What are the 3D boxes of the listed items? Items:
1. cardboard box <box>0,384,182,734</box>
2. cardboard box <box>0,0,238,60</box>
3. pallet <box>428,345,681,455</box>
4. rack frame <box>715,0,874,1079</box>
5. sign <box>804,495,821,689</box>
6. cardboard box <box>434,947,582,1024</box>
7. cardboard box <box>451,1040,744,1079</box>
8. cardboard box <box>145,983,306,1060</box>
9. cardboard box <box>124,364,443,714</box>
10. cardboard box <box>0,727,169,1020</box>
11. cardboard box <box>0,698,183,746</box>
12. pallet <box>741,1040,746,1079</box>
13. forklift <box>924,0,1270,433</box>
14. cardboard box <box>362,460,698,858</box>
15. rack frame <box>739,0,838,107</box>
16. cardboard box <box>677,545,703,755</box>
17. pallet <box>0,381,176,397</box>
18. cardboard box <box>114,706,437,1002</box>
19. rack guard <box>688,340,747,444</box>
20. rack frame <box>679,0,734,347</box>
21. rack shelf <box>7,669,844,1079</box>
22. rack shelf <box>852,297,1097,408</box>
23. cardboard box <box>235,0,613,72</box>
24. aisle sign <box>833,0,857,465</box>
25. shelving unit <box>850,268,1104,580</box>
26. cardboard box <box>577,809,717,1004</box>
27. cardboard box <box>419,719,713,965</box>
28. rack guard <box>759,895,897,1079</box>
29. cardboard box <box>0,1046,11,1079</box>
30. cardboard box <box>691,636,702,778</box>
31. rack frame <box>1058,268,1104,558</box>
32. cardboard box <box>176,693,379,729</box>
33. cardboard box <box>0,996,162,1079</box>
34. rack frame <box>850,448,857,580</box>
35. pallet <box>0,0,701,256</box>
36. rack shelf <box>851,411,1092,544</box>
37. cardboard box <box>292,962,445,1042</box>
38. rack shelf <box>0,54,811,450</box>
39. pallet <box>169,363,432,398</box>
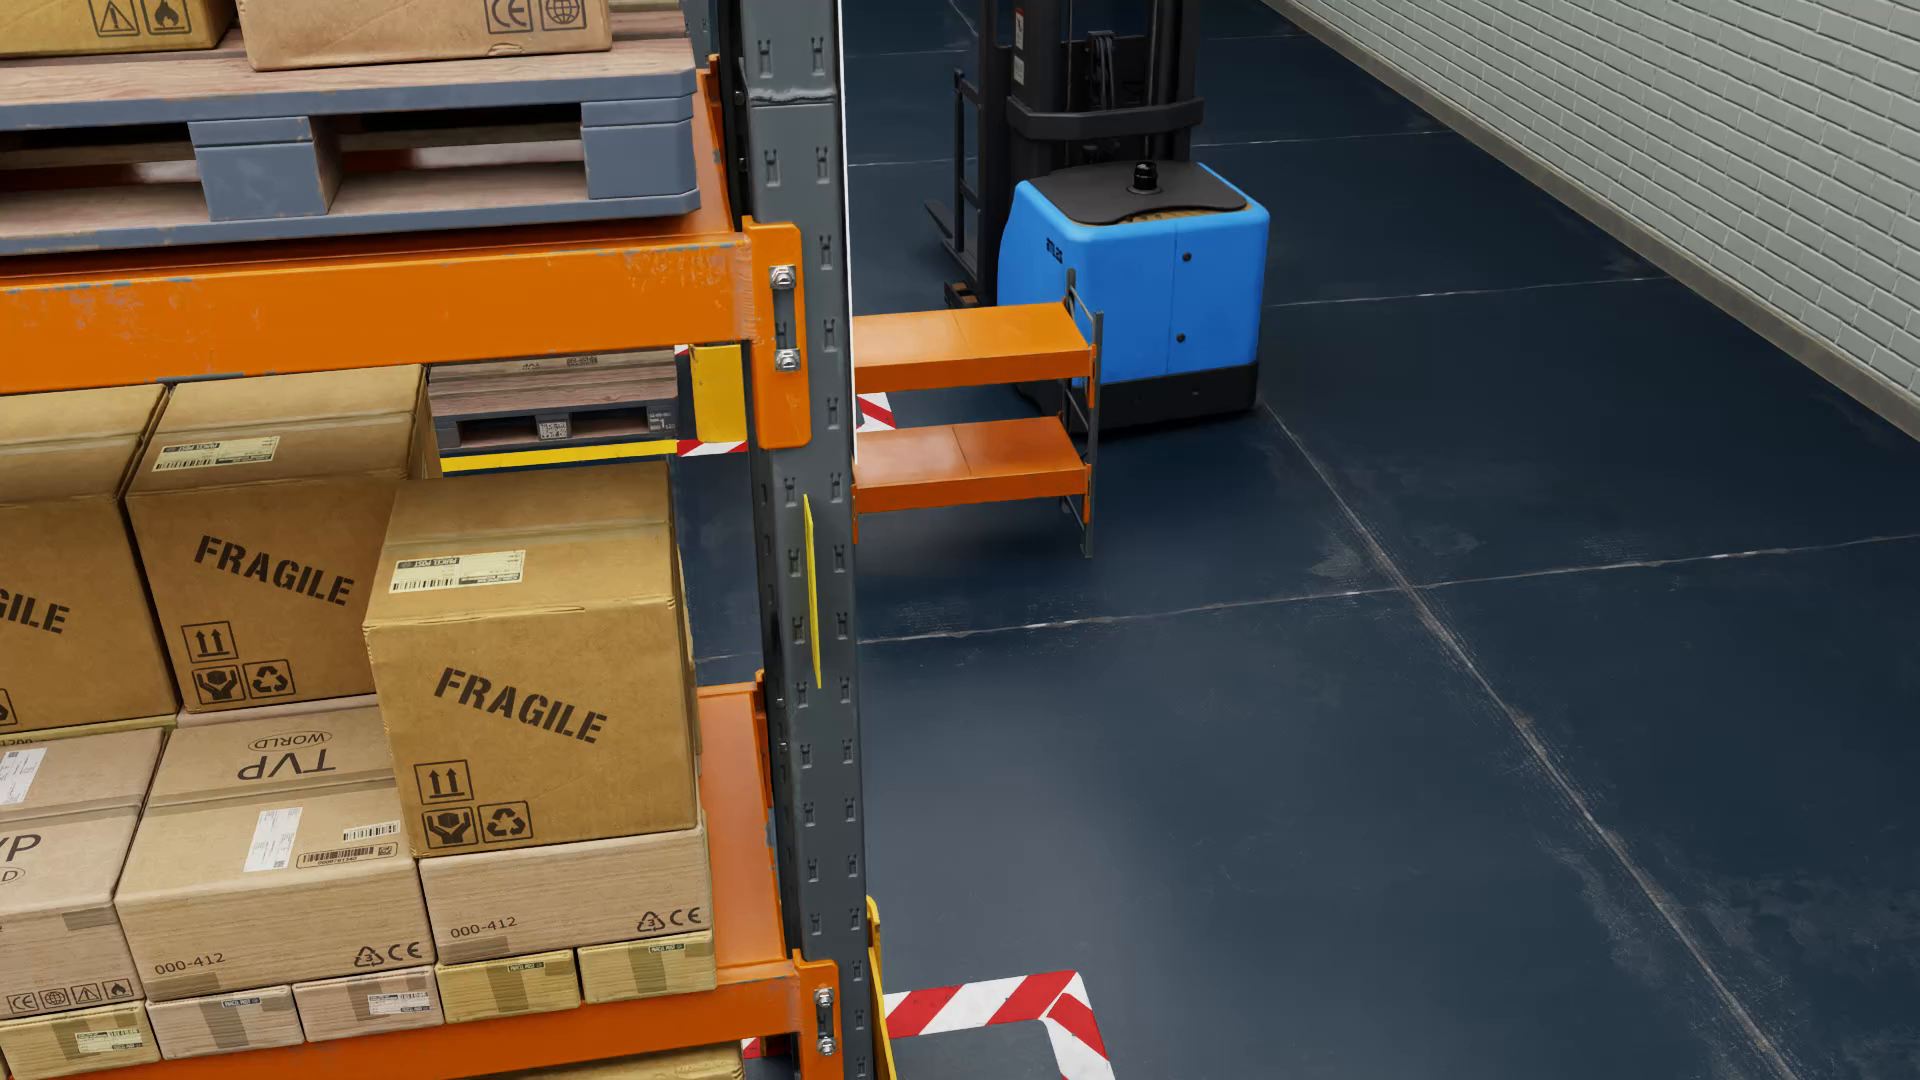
[{"bbox_3d":[-1.851,0.035,3.345,0.500,0.500,0.500,-6,31,-10],"label":"cardboard box"},{"bbox_3d":[-1.407,-1.078,2.553,0.500,0.500,0.700,-6,31,-11],"label":"cardboard box"},{"bbox_3d":[-2.040,-0.795,8.393,1.213,0.211,1.003,-5,31,-9],"label":"pallet"},{"bbox_3d":[-0.330,0.417,3.582,0.127,3.000,1.000,-5,31,-9],"label":"rack frame"},{"bbox_3d":[-0.246,0.087,2.766,0.005,0.325,0.100,-5,31,-9],"label":"sign"},{"bbox_3d":[-0.876,0.746,3.269,0.250,0.149,0.380,-5,31,-8],"label":"cardboard box"},{"bbox_3d":[-0.945,1.250,3.847,0.875,0.875,0.875,-5,31,-9],"label":"cardboard box"},{"bbox_3d":[-1.370,0.791,3.193,0.250,0.149,0.380,-5,31,-8],"label":"cardboard box"},{"bbox_3d":[-1.342,-0.015,3.431,0.500,0.500,0.500,-6,31,-10],"label":"cardboard box"},{"bbox_3d":[-1.758,0.622,3.087,0.500,0.250,0.500,-6,31,-11],"label":"cardboard box"},{"bbox_3d":[-1.855,0.357,3.537,0.500,0.250,0.500,-6,31,-11],"label":"cardboard box"},{"bbox_3d":[-1.102,1.731,4.098,1.213,0.211,1.003,-5,31,-9],"label":"pallet"},{"bbox_3d":[0.548,-2.514,8.633,1.130,2.935,3.031,-9,32,-15],"label":"forklift"},{"bbox_3d":[-0.762,0.206,3.056,0.500,0.500,0.500,-5,31,-8],"label":"cardboard box"},{"bbox_3d":[-0.330,-2.169,2.061,0.127,3.000,1.000,-5,31,-9],"label":"rack frame"},{"bbox_3d":[-0.850,0.262,3.699,0.500,0.250,0.500,-6,31,-10],"label":"cardboard box"},{"bbox_3d":[-4.440,-0.572,8.014,1.213,0.211,1.003,-5,31,-9],"label":"pallet"},{"bbox_3d":[-1.258,0.576,3.166,0.500,0.250,0.500,-6,31,-10],"label":"cardboard box"},{"bbox_3d":[-1.201,-0.984,8.430,0.348,0.500,1.175,-5,31,-9],"label":"rack guard"},{"bbox_3d":[-1.222,-2.053,7.781,0.127,3.000,1.000,-5,31,-9],"label":"rack frame"},{"bbox_3d":[-2.297,0.910,3.454,4.000,0.370,1.077,-5,31,-9],"label":"rack shelf"},{"bbox_3d":[0.007,-0.738,6.818,1.000,0.278,0.538,-5,31,-9],"label":"rack shelf"},{"bbox_3d":[-0.832,-1.069,2.538,0.500,0.500,0.700,-7,31,-12],"label":"cardboard box"},{"bbox_3d":[-0.205,-0.561,2.680,0.004,0.787,0.394,-5,31,-9],"label":"aisle sign"},{"bbox_3d":[0.007,-0.486,6.966,1.048,1.125,0.538,-5,31,-9],"label":"shelving unit"},{"bbox_3d":[-0.621,0.722,3.311,0.250,0.149,0.380,-5,31,-8],"label":"cardboard box"},{"bbox_3d":[-0.759,0.530,3.244,0.500,0.250,0.500,-6,31,-10],"label":"cardboard box"},{"bbox_3d":[-0.306,1.492,4.219,0.348,0.500,1.175,-5,31,-9],"label":"rack guard"},{"bbox_3d":[-1.880,0.840,3.110,0.250,0.149,0.380,-5,31,-9],"label":"cardboard box"},{"bbox_3d":[-0.738,0.393,3.870,0.250,0.149,0.380,-5,31,-8],"label":"cardboard box"},{"bbox_3d":[0.507,-0.532,7.045,0.032,1.125,0.500,-5,31,-9],"label":"rack frame"},{"bbox_3d":[-1.361,0.313,3.612,0.500,0.250,0.500,-6,31,-10],"label":"cardboard box"},{"bbox_3d":[-1.625,0.816,3.151,0.250,0.149,0.380,-6,31,-10],"label":"cardboard box"},{"bbox_3d":[-0.493,-0.439,6.887,0.032,1.125,0.500,-5,31,-9],"label":"rack frame"},{"bbox_3d":[-1.058,-0.765,2.720,1.213,0.211,1.003,-5,31,-9],"label":"pallet"},{"bbox_3d":[0.007,-0.275,7.090,1.000,0.278,0.538,-5,31,-9],"label":"rack shelf"},{"bbox_3d":[-1.124,0.769,3.231,0.250,0.149,0.380,-5,31,-9],"label":"cardboard box"},{"bbox_3d":[-2.297,-0.383,2.693,4.000,0.370,1.077,-5,31,-9],"label":"rack shelf"},{"bbox_3d":[-3.238,-0.685,8.207,1.213,0.211,1.003,-5,31,-9],"label":"pallet"}]
